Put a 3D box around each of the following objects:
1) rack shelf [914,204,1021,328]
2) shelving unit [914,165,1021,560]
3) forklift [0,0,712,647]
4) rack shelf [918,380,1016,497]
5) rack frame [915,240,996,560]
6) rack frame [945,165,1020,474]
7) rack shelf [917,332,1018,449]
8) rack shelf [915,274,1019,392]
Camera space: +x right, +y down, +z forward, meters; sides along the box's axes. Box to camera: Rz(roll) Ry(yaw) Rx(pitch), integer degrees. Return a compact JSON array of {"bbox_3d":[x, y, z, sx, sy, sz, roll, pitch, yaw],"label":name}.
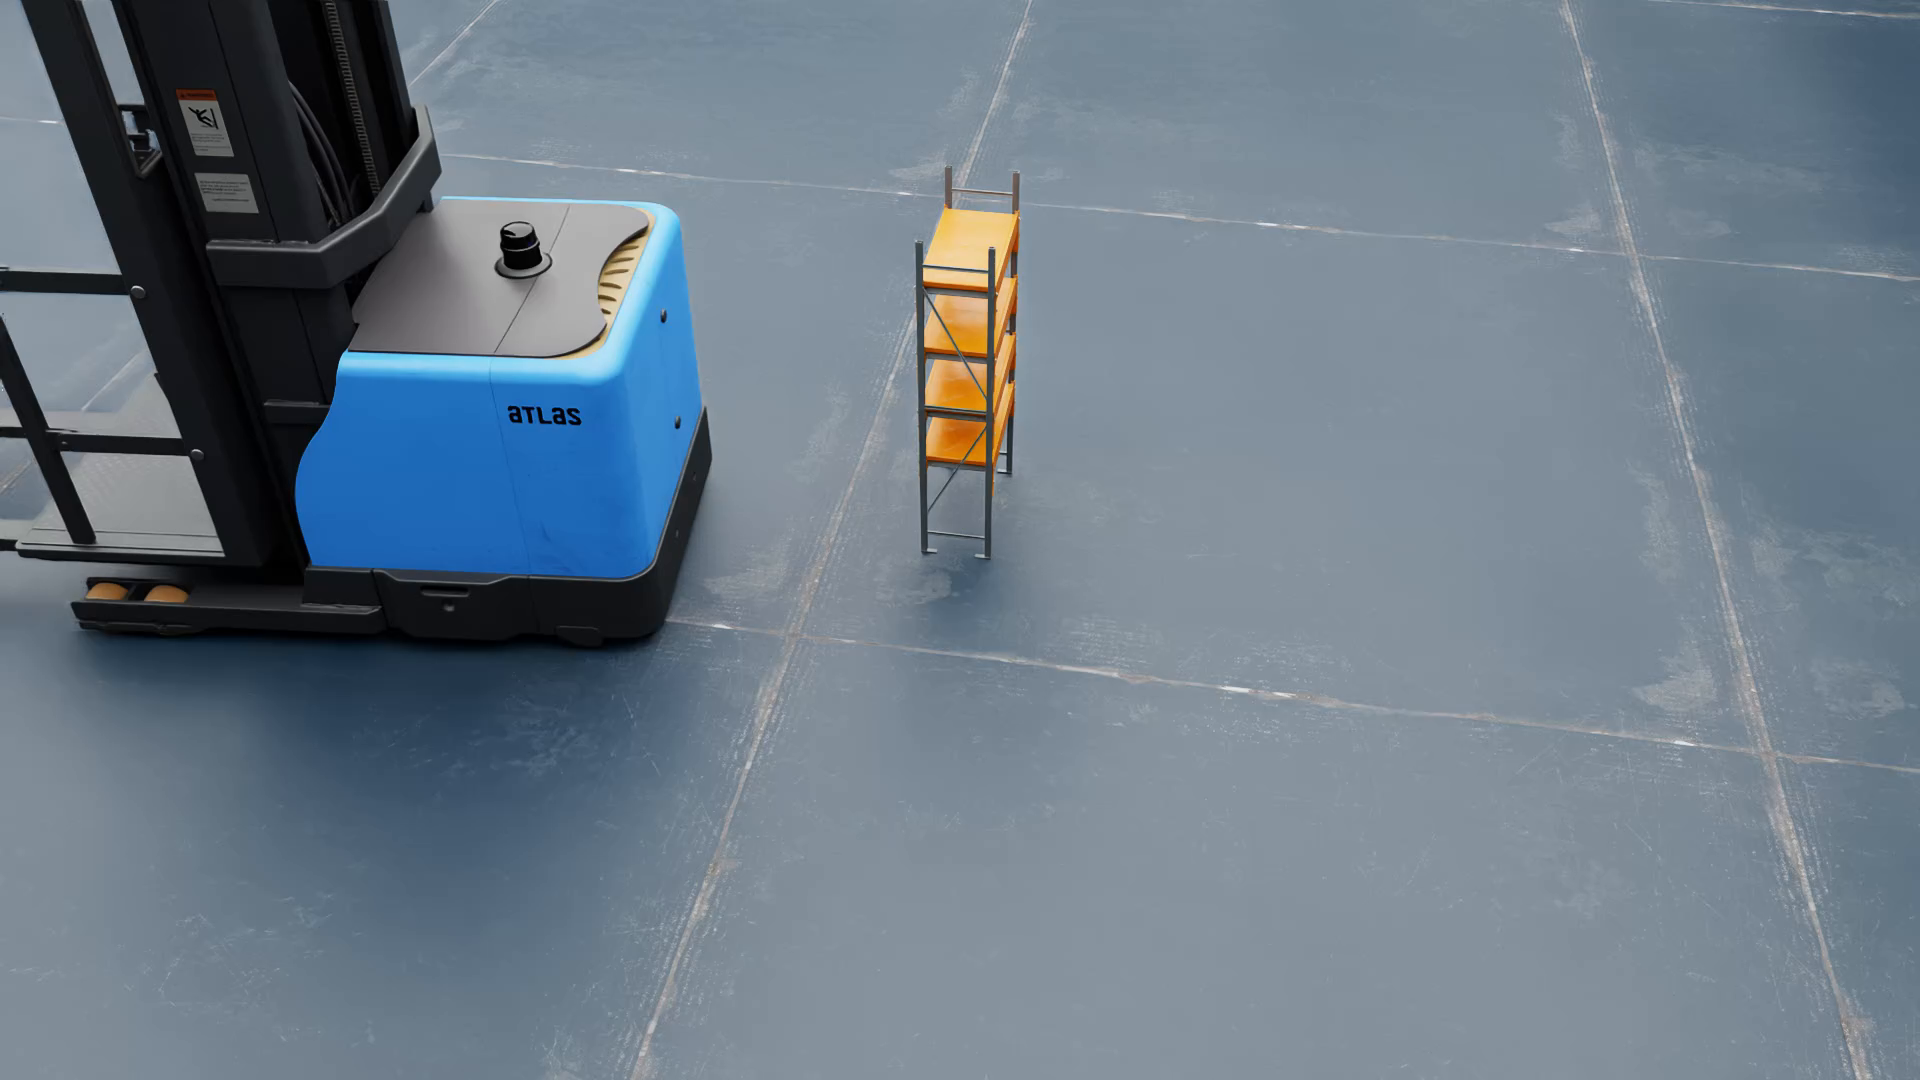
[{"bbox_3d":[0.029,-0.869,5.243,0.258,0.148,0.480,6,40,8],"label":"rack shelf"},{"bbox_3d":[0.029,-0.566,5.493,0.258,1.200,0.503,6,40,8],"label":"shelving unit"},{"bbox_3d":[-2.431,-1.153,4.845,3.031,2.935,1.130,2,40,3],"label":"forklift"},{"bbox_3d":[0.029,-0.361,5.663,0.258,0.148,0.480,6,40,8],"label":"rack shelf"},{"bbox_3d":[-0.014,-0.413,5.308,0.240,1.200,0.015,6,40,8],"label":"rack frame"},{"bbox_3d":[0.071,-0.719,5.679,0.240,1.200,0.015,6,40,8],"label":"rack frame"},{"bbox_3d":[0.029,-0.514,5.536,0.258,0.148,0.480,6,40,8],"label":"rack shelf"},{"bbox_3d":[0.029,-0.687,5.394,0.258,0.148,0.480,6,40,8],"label":"rack shelf"}]
